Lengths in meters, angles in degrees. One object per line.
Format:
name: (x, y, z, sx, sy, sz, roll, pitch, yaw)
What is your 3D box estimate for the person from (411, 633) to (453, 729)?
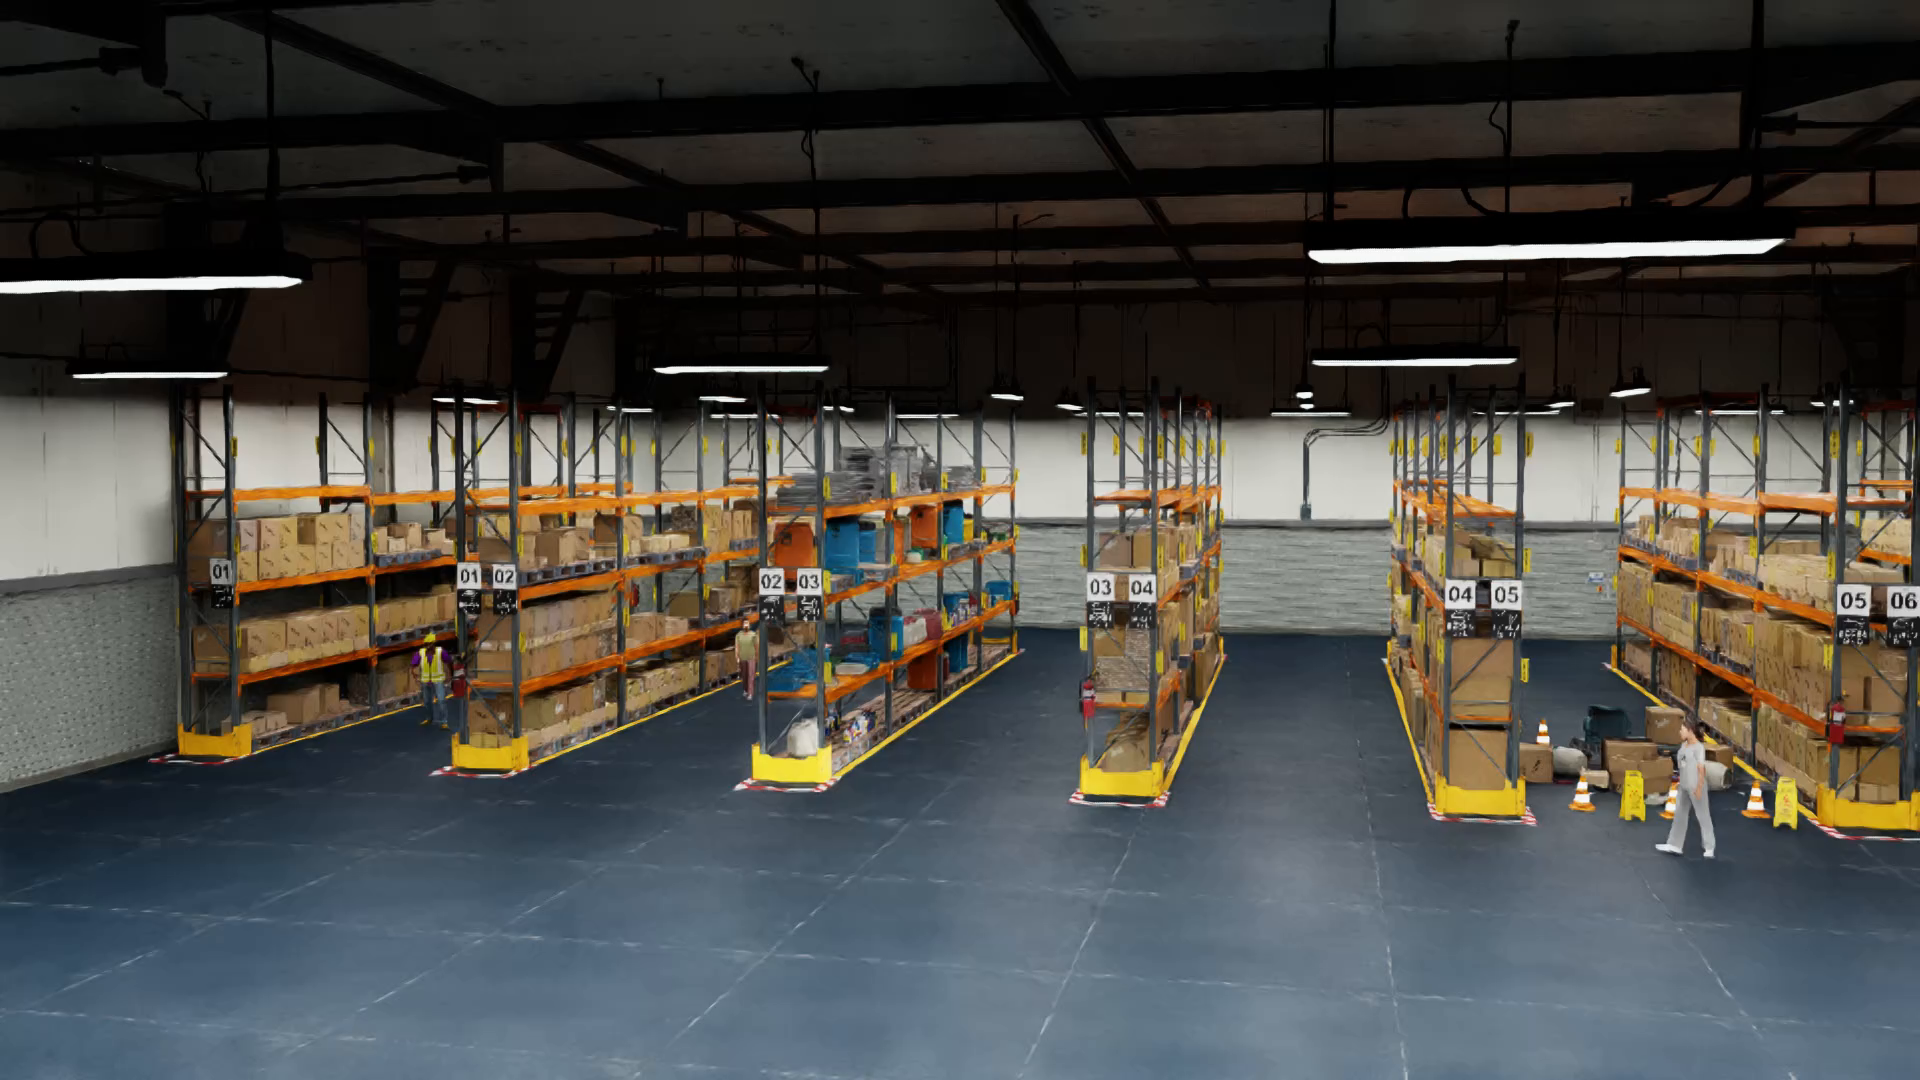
person: (-9.380, 2.492, 29.580, 0.708, 1.703, 0.843, 0, 3, -5)

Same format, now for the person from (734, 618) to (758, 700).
person: (-4.247, 2.338, 33.004, 0.446, 1.604, 1.018, 0, 3, 3)

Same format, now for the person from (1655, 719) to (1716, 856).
person: (8.948, 3.025, 20.401, 0.621, 1.666, 0.577, 0, 3, -9)
